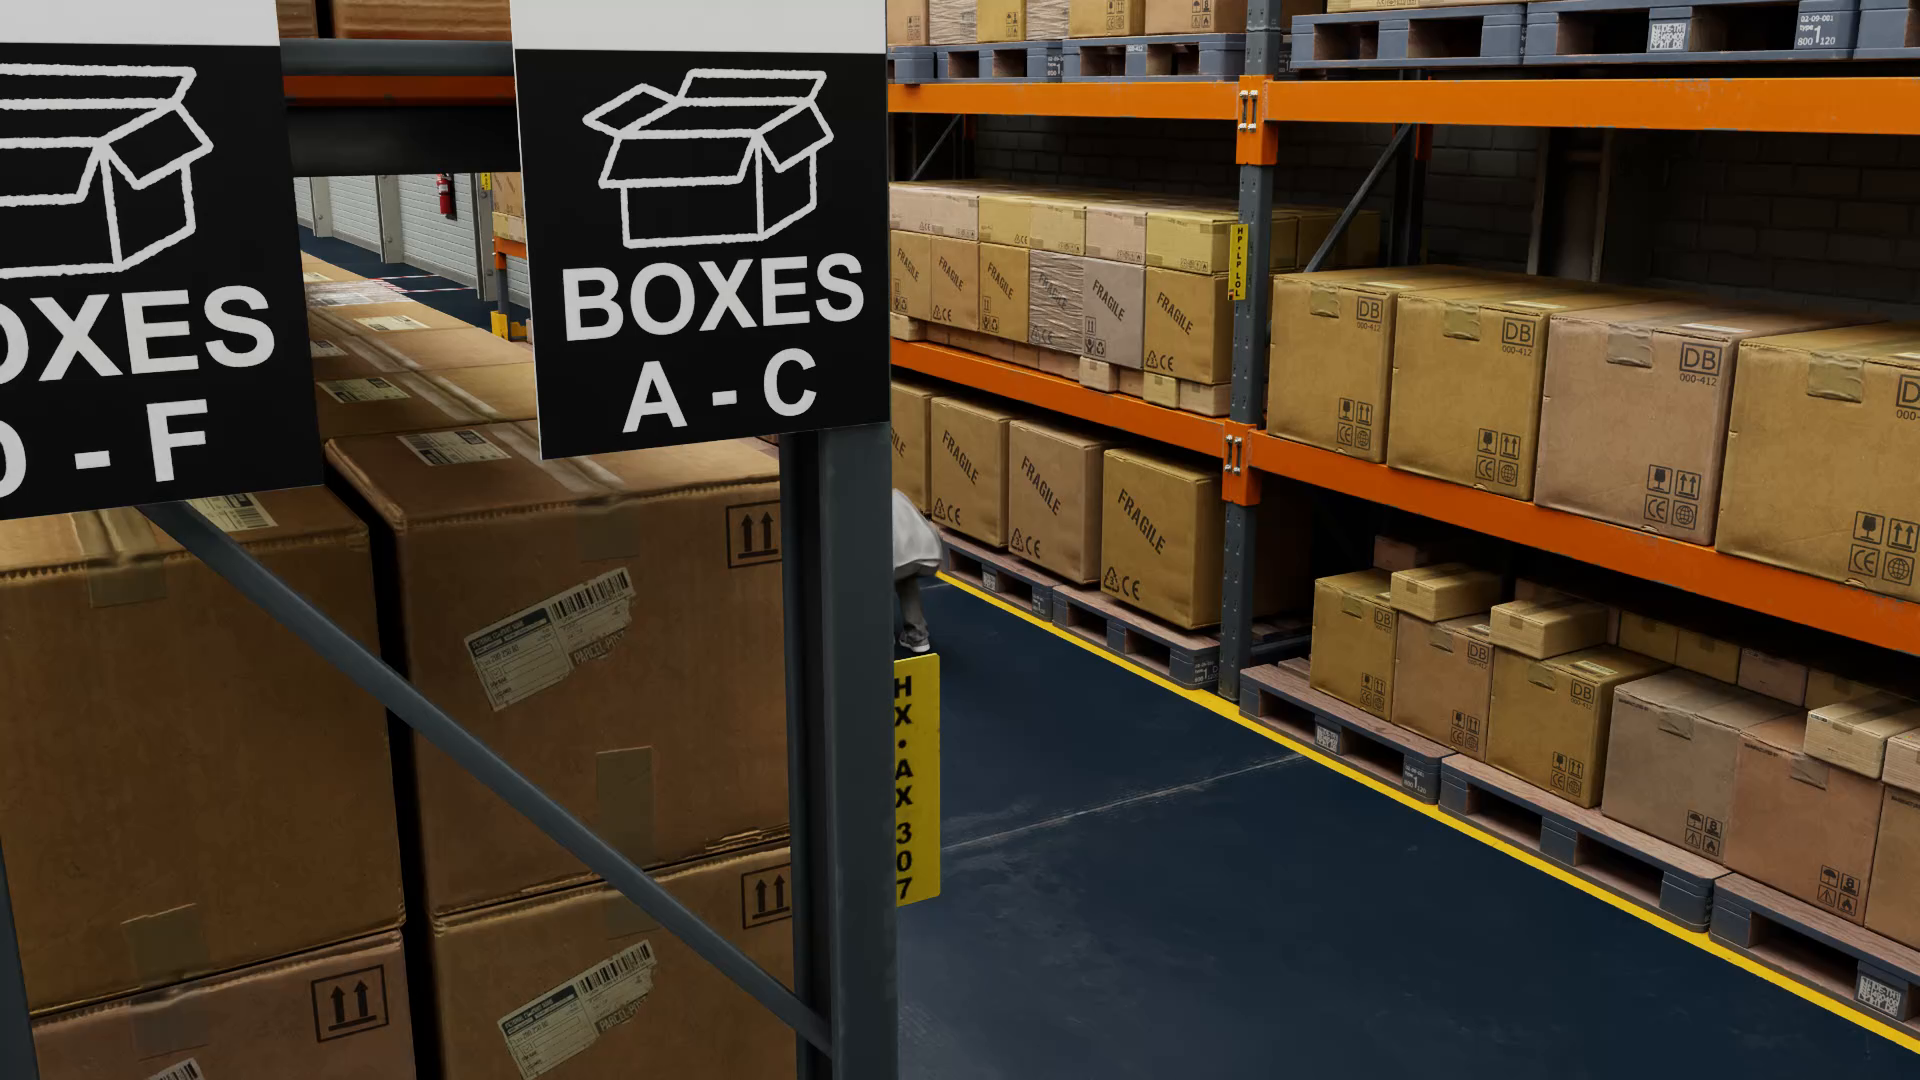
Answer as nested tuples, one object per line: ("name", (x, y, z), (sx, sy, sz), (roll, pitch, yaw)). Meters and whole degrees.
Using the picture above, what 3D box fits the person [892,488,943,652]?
("person", (-0.399, 0.111, 8.478), (0.419, 0.896, 0.833), (-9, 18, -30))
